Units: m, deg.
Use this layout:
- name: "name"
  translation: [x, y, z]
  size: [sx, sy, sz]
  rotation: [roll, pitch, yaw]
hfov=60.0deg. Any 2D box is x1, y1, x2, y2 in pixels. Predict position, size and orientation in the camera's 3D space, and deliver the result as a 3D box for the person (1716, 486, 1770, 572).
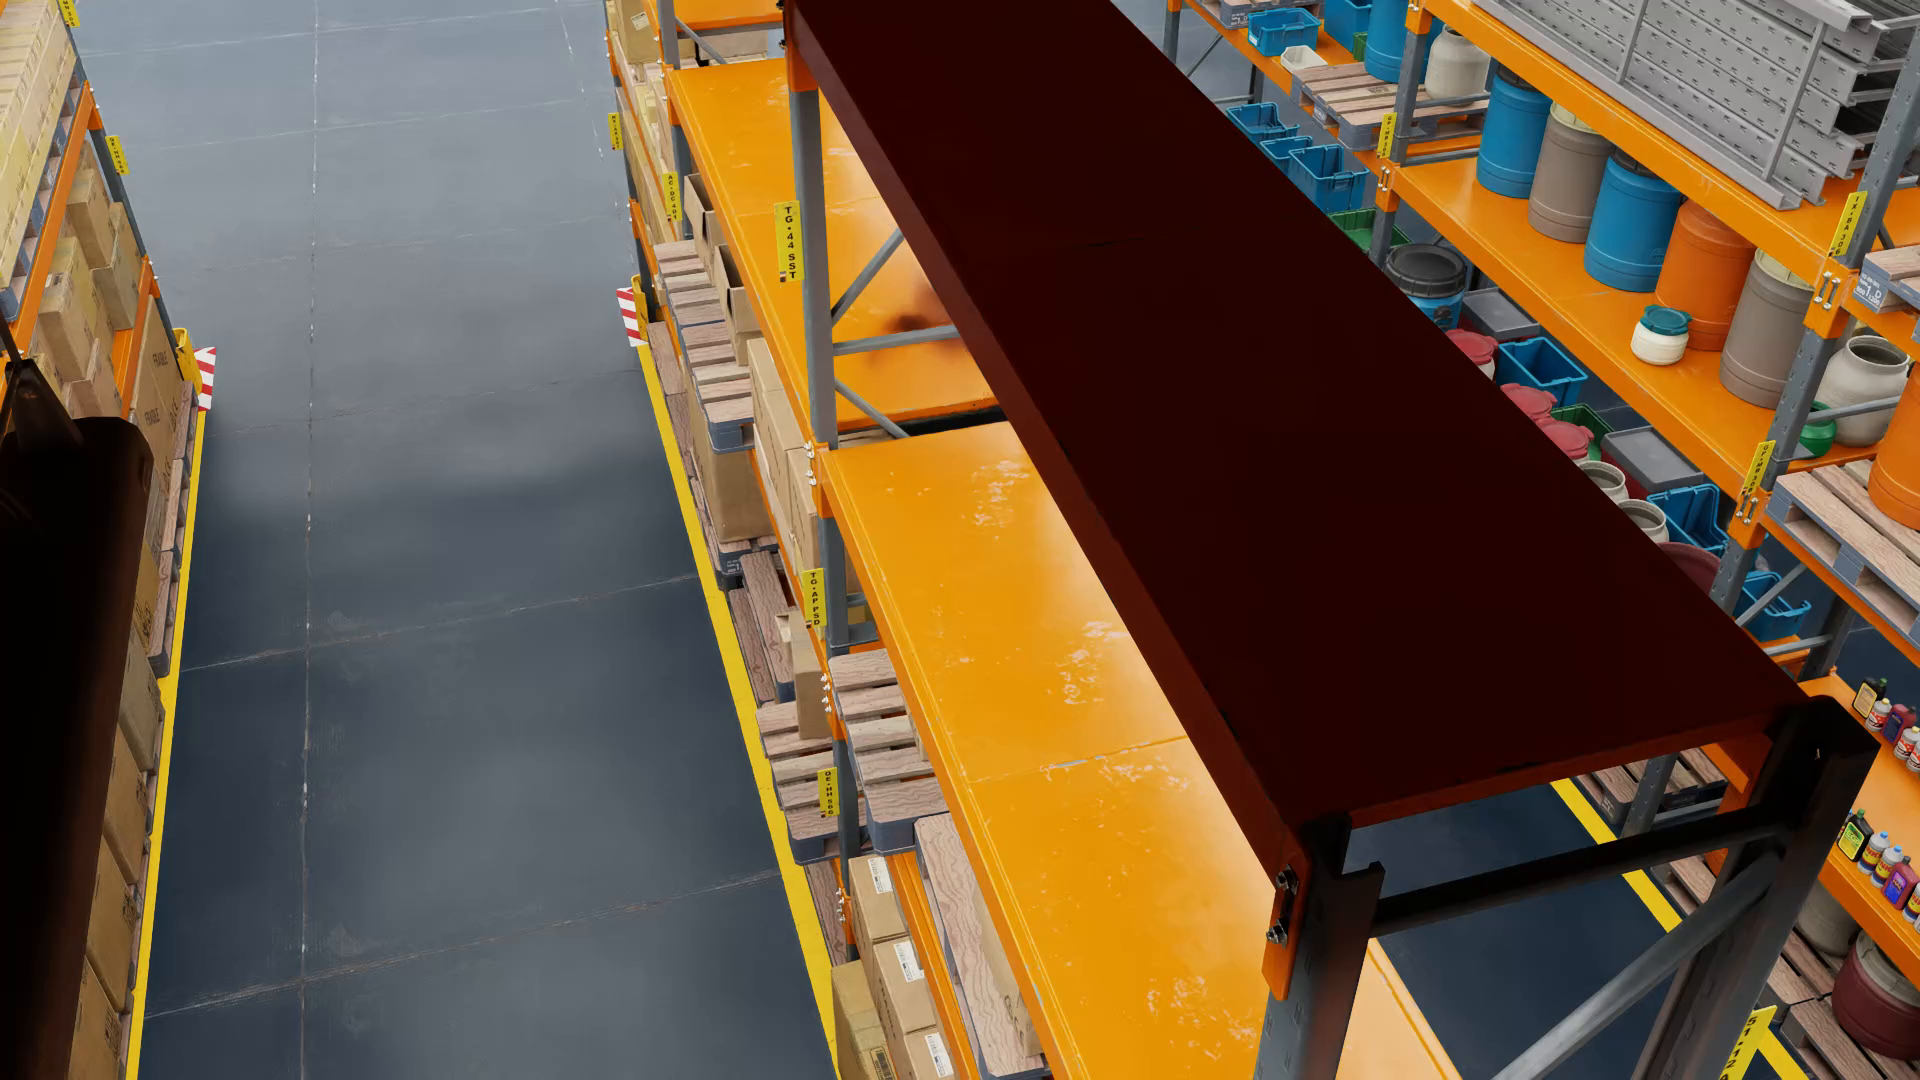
- name: "person"
  translation: [5.688, -0.395, 12.054]
  size: [0.547, 1.658, 1.069]
  rotation: [-10, 40, -13]
